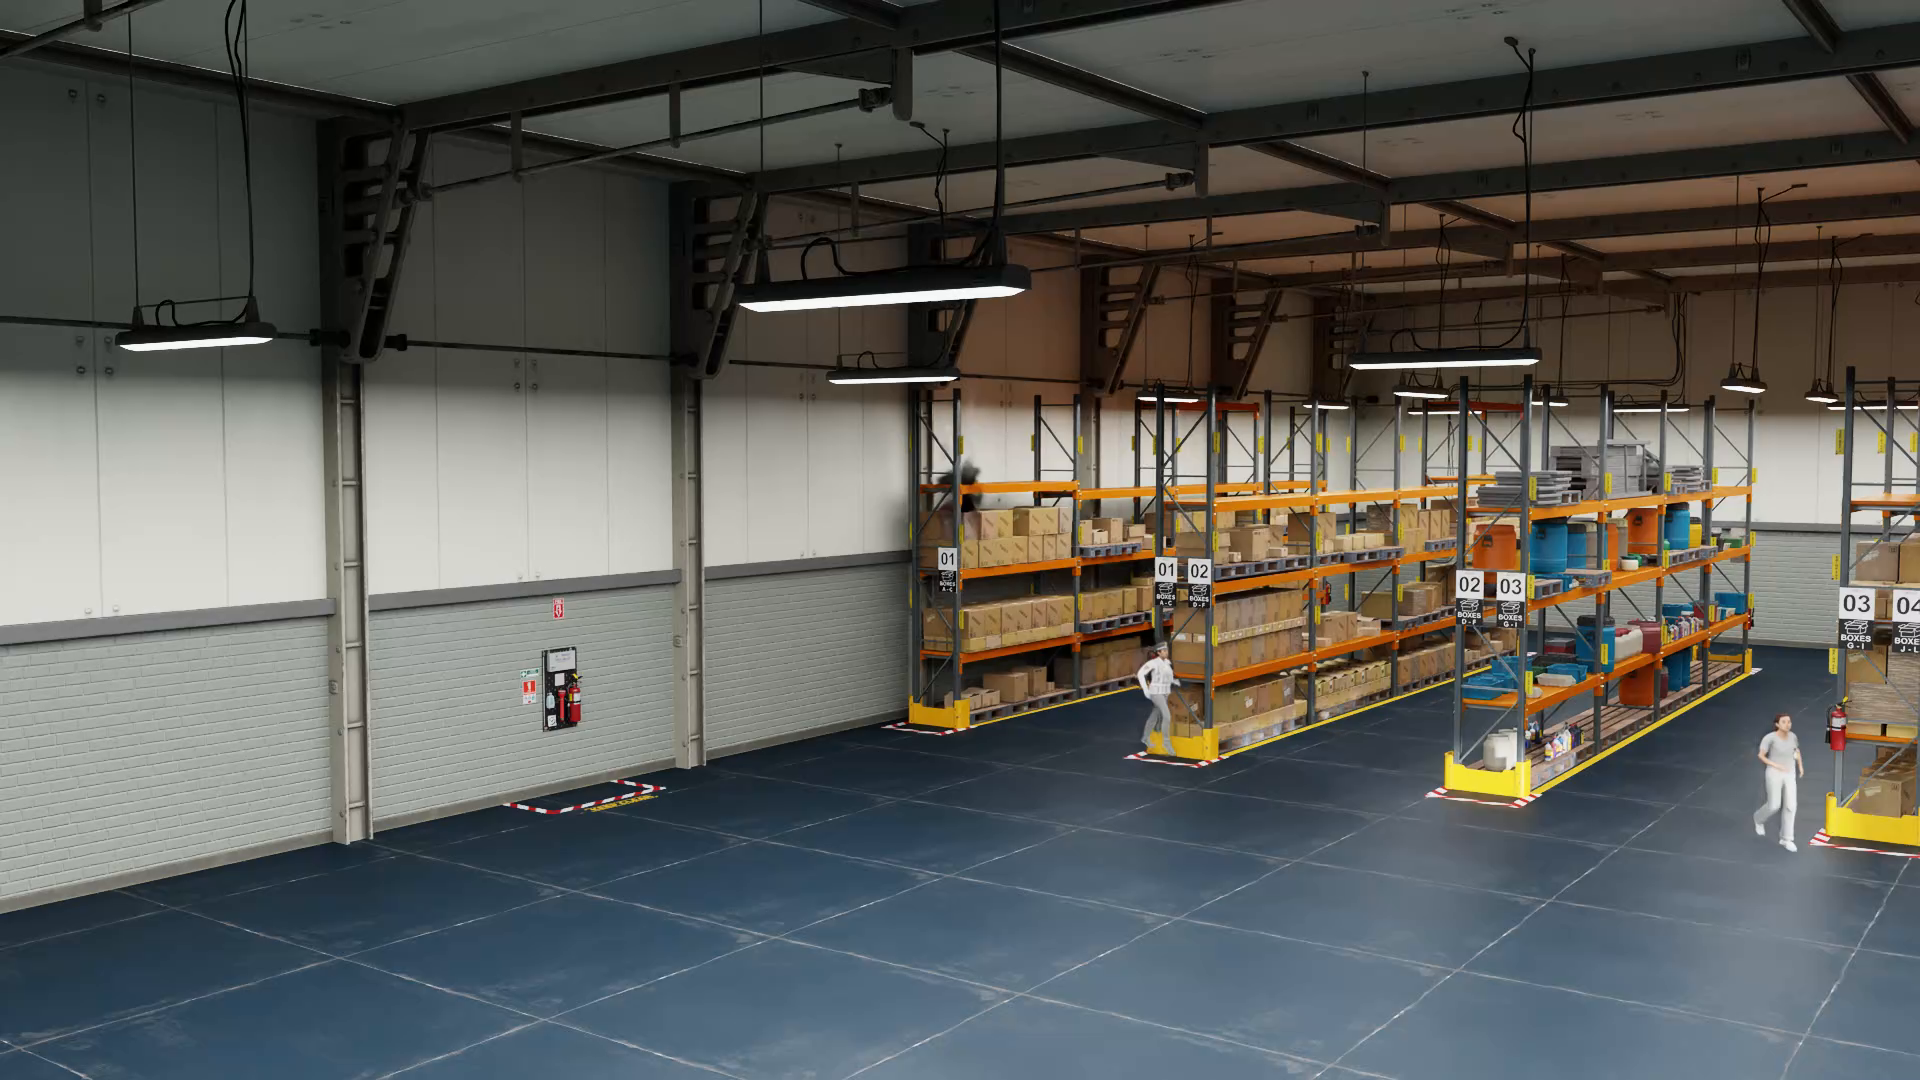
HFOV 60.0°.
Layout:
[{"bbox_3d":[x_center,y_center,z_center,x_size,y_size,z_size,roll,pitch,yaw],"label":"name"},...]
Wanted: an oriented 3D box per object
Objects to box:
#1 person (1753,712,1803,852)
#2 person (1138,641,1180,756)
[{"bbox_3d":[10.266,2.987,20.849,0.574,1.684,0.813,0,3,-3],"label":"person"},{"bbox_3d":[3.092,2.426,25.742,0.746,1.739,0.628,3,5,44],"label":"person"}]
